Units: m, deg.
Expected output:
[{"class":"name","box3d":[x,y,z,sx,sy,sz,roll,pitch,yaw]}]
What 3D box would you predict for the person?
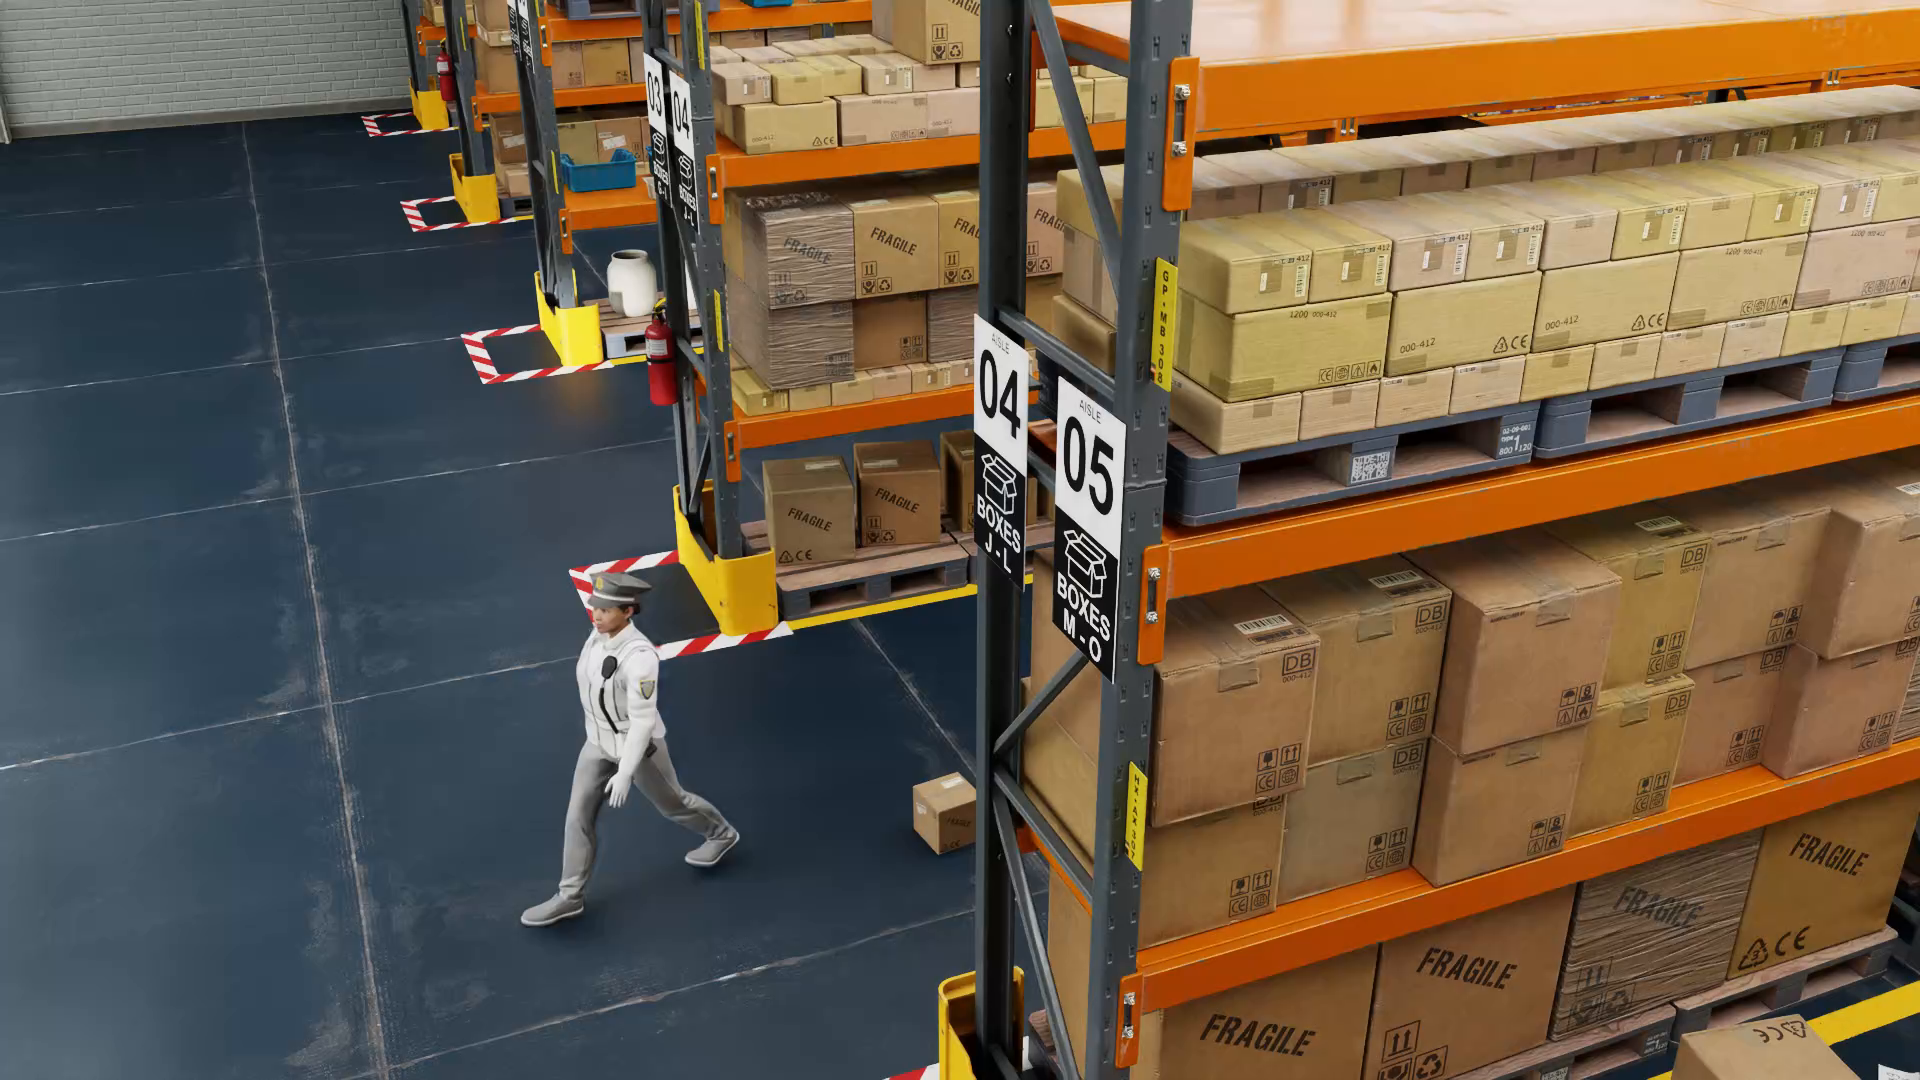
[{"class":"person","box3d":[-1.478,0.885,7.273,0.508,1.631,1.045,23,34,38]}]
